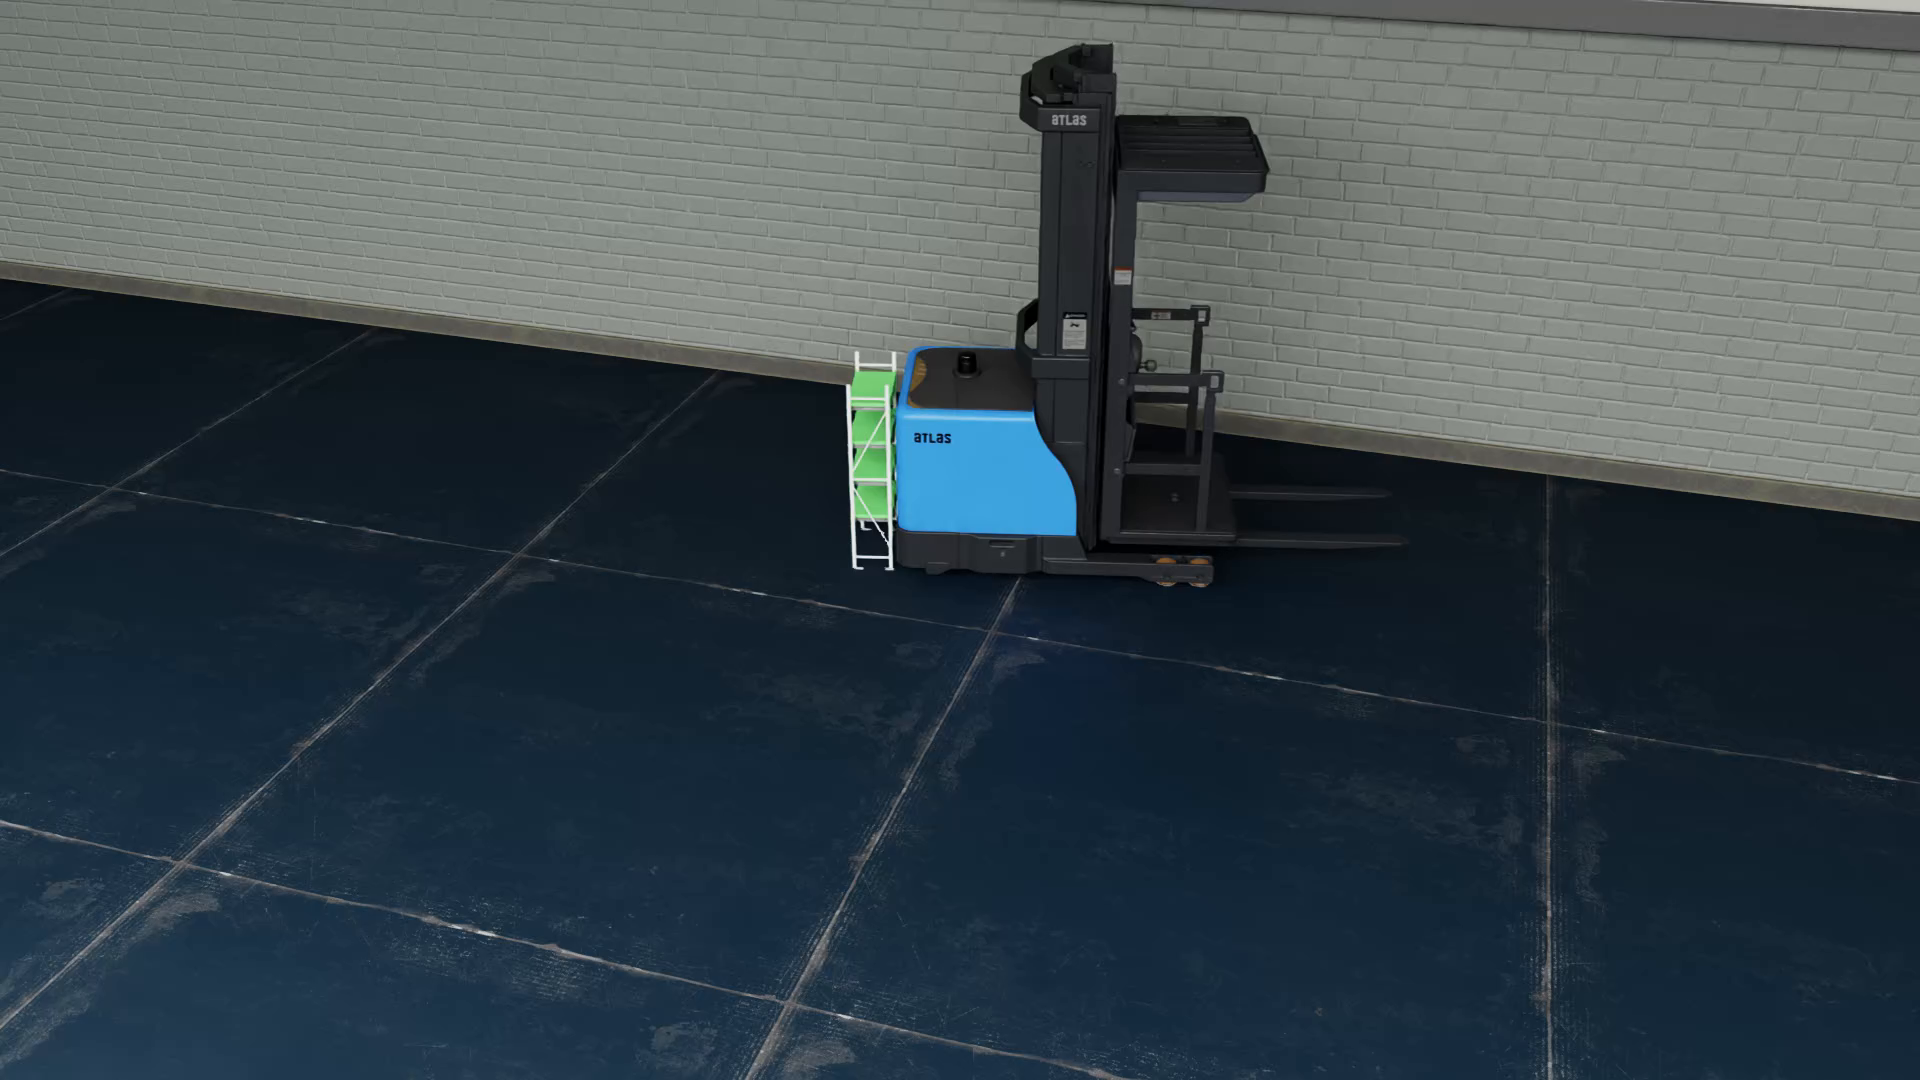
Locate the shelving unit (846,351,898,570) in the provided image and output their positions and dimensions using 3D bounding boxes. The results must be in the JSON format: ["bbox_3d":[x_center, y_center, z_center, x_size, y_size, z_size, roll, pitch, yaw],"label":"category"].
[{"bbox_3d":[-0.511,-0.469,9.894,0.258,1.200,0.503,1,29,2],"label":"shelving unit"}]

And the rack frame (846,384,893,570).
[{"bbox_3d":[-0.522,-0.350,9.681,0.240,1.200,0.015,1,29,2],"label":"rack frame"}]

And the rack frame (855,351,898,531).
[{"bbox_3d":[-0.499,-0.587,10.107,0.240,1.200,0.015,1,29,2],"label":"rack frame"}]

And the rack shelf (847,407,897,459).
[{"bbox_3d":[-0.511,-0.623,9.808,0.258,0.148,0.480,1,29,2],"label":"rack shelf"}]

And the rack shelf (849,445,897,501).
[{"bbox_3d":[-0.511,-0.413,9.925,0.258,0.148,0.480,1,29,2],"label":"rack shelf"}]

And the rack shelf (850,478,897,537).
[{"bbox_3d":[-0.511,-0.203,10.042,0.258,0.148,0.480,1,29,2],"label":"rack shelf"}]

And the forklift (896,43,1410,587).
[{"bbox_3d":[1.156,-1.270,9.553,3.031,2.935,1.130,2,29,3],"label":"forklift"}]

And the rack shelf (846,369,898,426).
[{"bbox_3d":[-0.511,-0.833,9.692,0.258,0.148,0.480,1,29,2],"label":"rack shelf"}]
